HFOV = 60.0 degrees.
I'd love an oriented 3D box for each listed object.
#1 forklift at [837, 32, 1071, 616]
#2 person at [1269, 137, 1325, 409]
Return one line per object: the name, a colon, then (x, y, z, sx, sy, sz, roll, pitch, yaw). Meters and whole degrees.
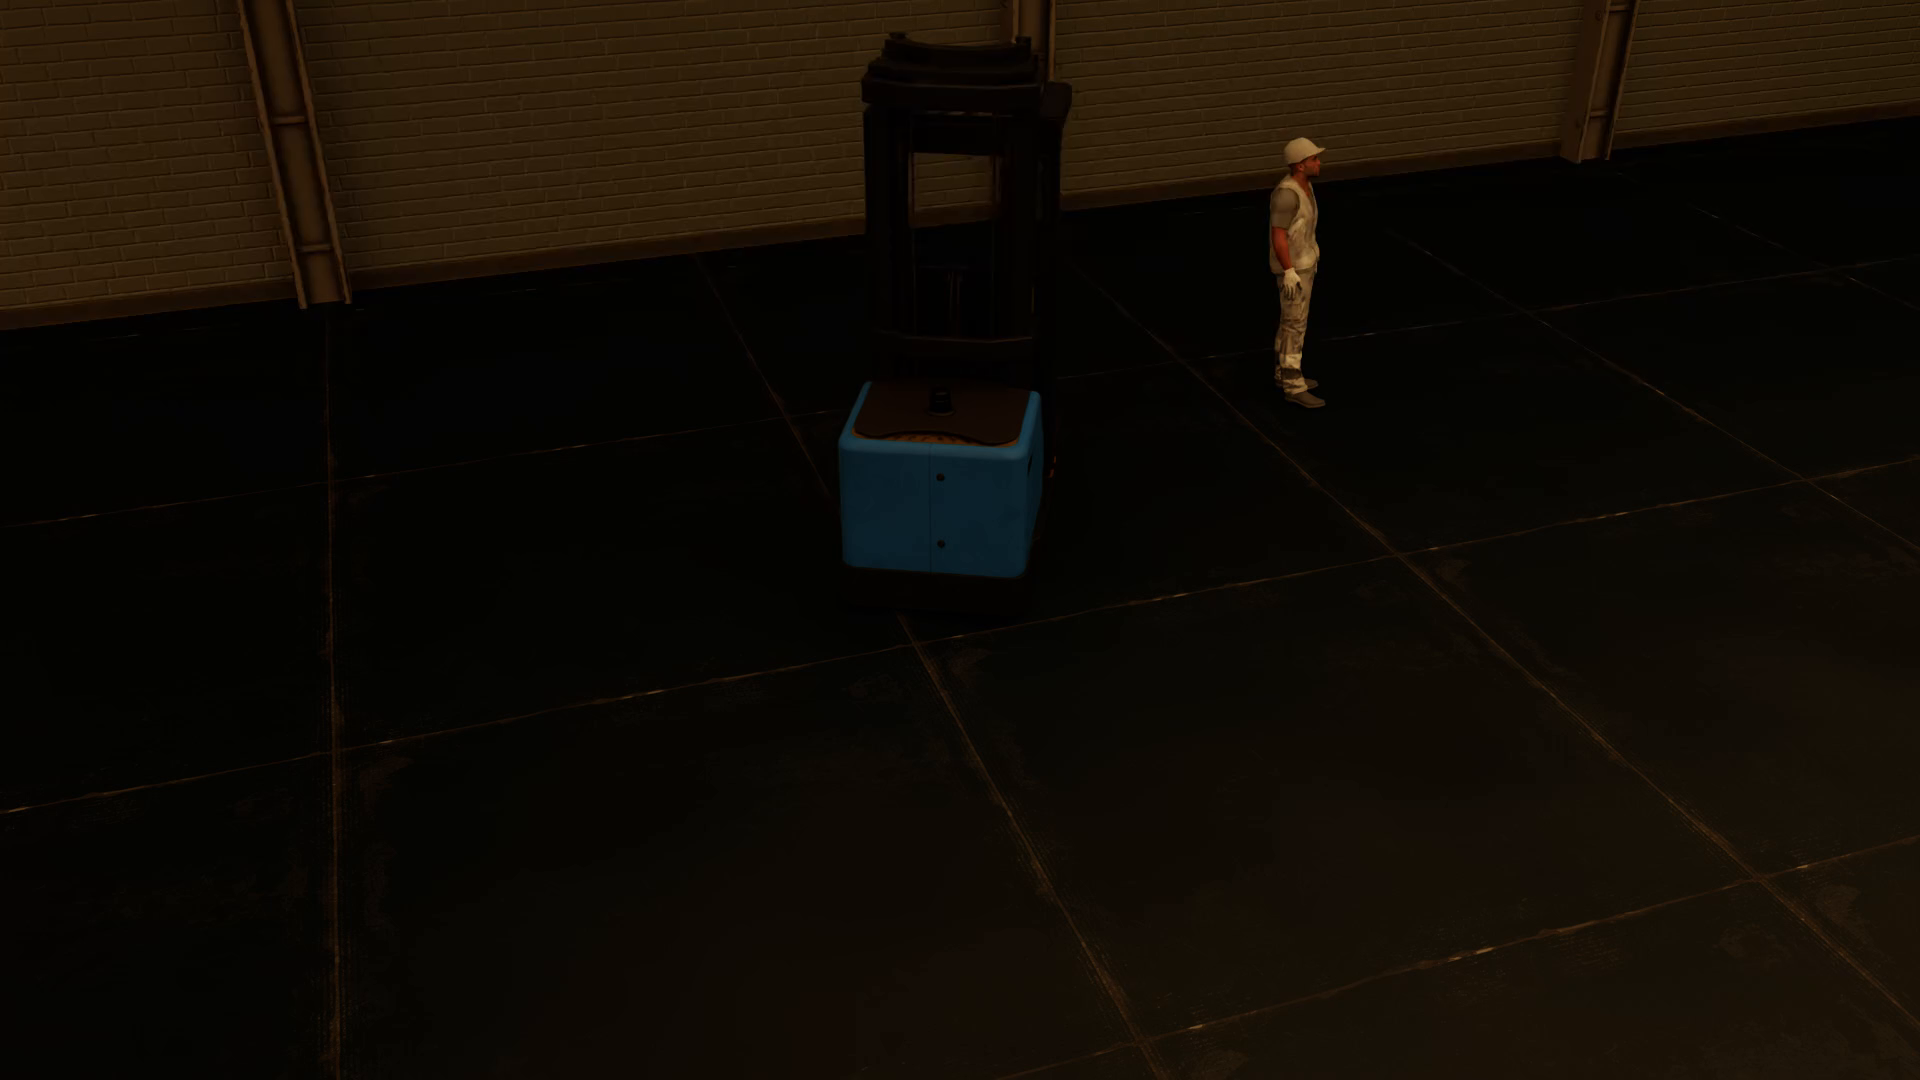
forklift: (0.047, -1.565, 9.806, 1.130, 2.935, 3.031, 4, 30, 7)
person: (2.385, -1.856, 11.444, 0.566, 1.787, 0.638, 12, 32, 21)
